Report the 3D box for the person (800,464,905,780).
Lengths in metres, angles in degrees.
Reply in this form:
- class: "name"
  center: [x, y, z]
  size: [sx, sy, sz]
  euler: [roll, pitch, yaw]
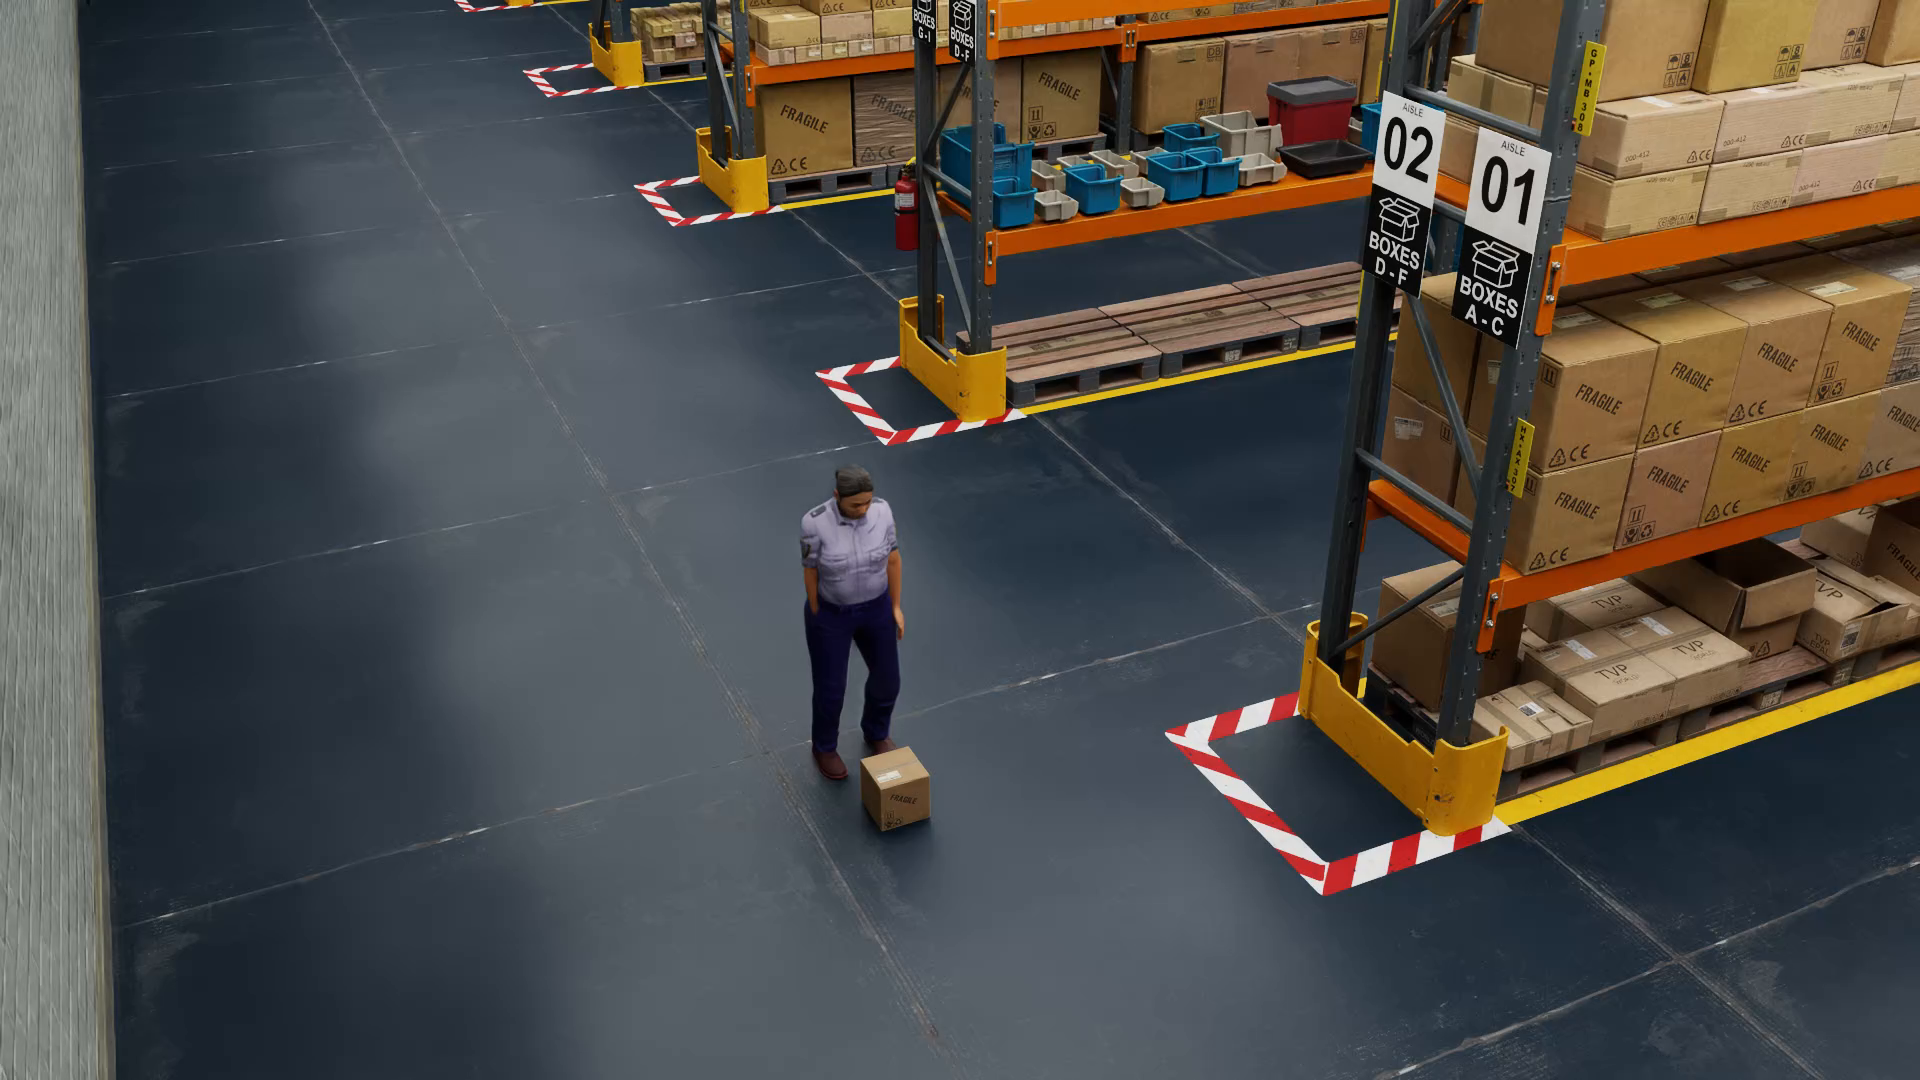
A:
- class: "person"
  center: [-0.499, 0.355, 7.863]
  size: [0.483, 1.631, 0.352]
  euler: [-12, 32, -21]
